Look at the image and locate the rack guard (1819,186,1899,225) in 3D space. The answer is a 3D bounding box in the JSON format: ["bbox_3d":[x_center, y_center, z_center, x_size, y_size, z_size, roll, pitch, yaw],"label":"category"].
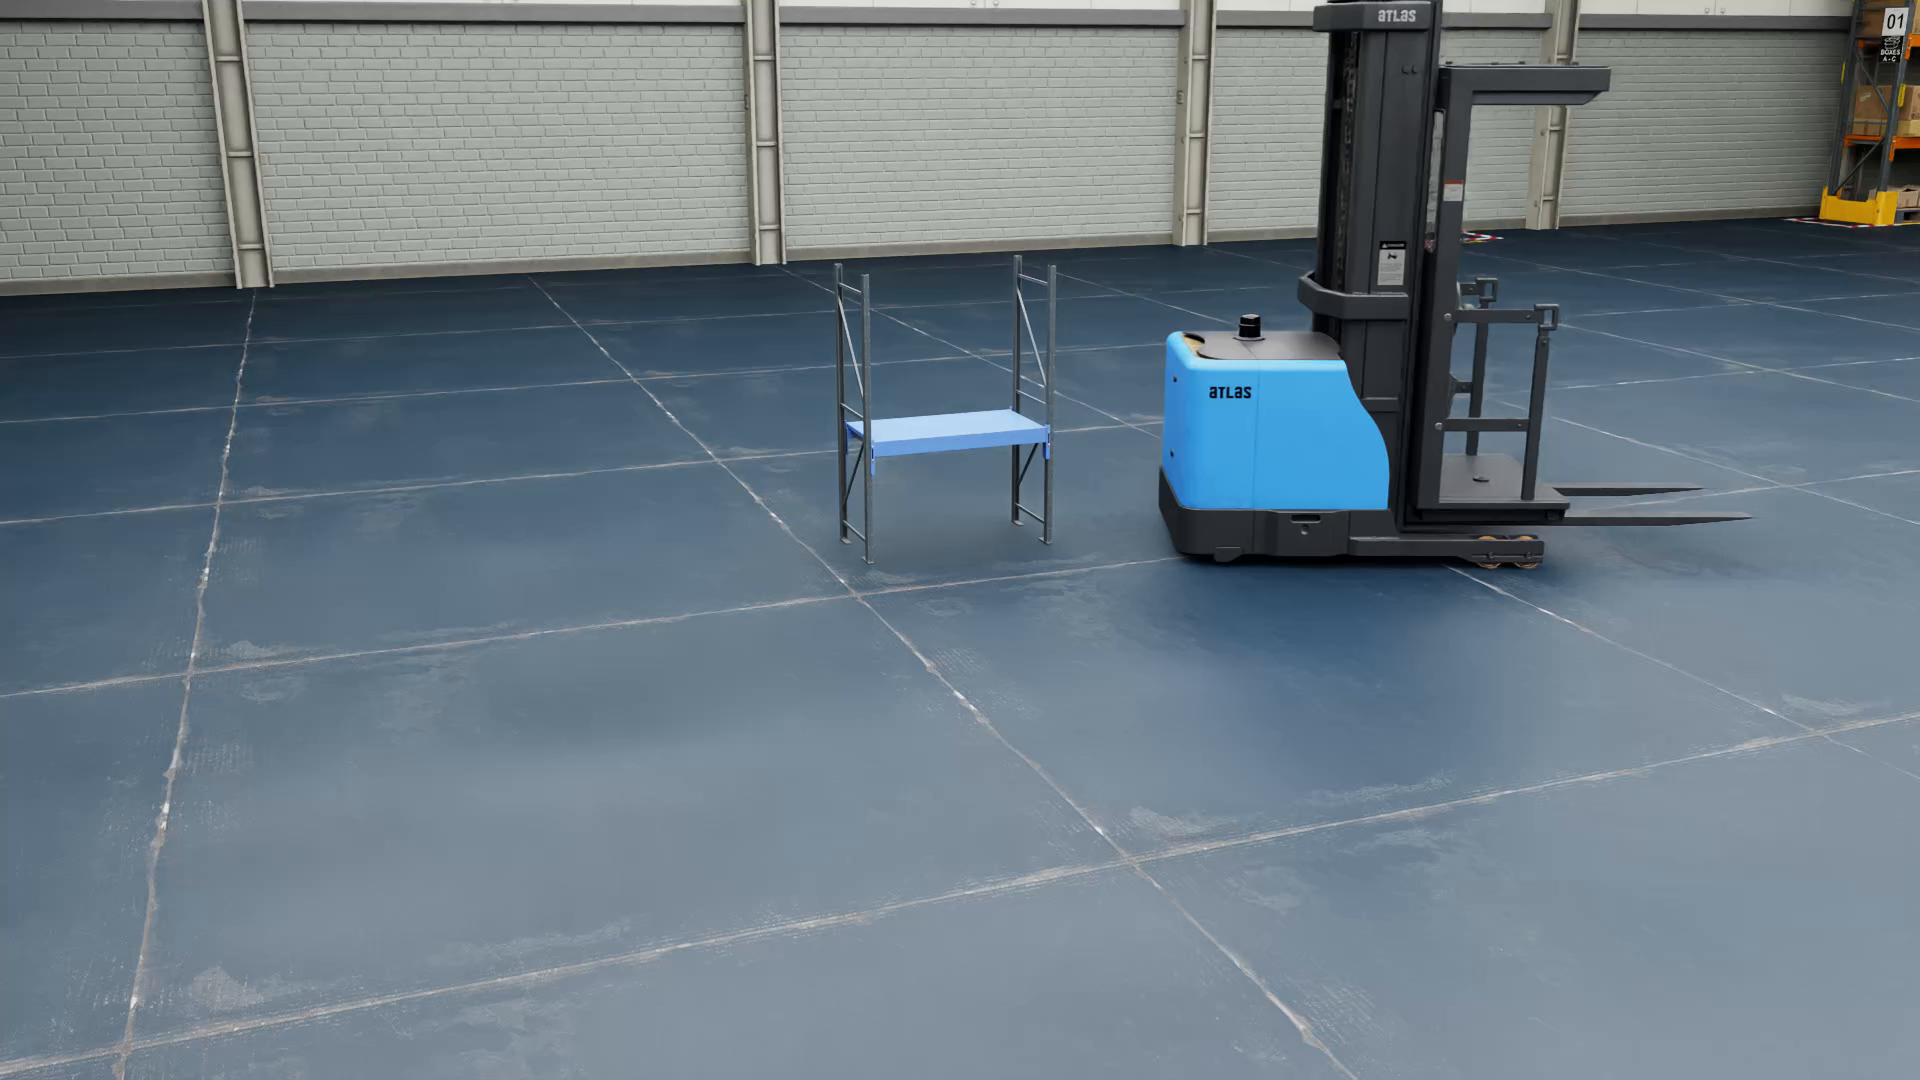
[{"bbox_3d":[14.113,-5.263,26.133,0.348,0.500,1.175,-6,17,-20],"label":"rack guard"}]

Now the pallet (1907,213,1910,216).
[{"bbox_3d":[16.021,-5.319,26.836,1.213,0.211,1.003,-6,17,-20],"label":"pallet"}]

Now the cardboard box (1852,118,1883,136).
[{"bbox_3d":[14.409,-6.490,26.107,0.500,0.250,0.500,-6,17,-19],"label":"cardboard box"}]

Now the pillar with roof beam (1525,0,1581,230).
[{"bbox_3d":[10.323,-7.894,20.007,0.400,9.000,9.100,-6,17,-20],"label":"pillar with roof beam"}]

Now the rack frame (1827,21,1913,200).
[{"bbox_3d":[14.042,-6.455,25.754,0.127,3.000,1.000,-6,17,-20],"label":"rack frame"}]

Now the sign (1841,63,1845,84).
[{"bbox_3d":[13.862,-7.310,26.051,0.005,0.325,0.100,-6,17,-20],"label":"sign"}]

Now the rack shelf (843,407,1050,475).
[{"bbox_3d":[-0.080,-0.538,8.908,1.000,0.185,0.538,-6,17,-20],"label":"rack shelf"}]

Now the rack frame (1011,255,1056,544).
[{"bbox_3d":[0.395,-0.762,9.032,0.032,1.500,0.500,-6,17,-20],"label":"rack frame"}]

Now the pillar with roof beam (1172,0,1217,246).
[{"bbox_3d":[4.721,-7.289,17.947,0.400,9.000,9.100,-6,17,-20],"label":"pillar with roof beam"}]

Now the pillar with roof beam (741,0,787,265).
[{"bbox_3d":[-0.882,-6.684,15.887,0.400,9.000,9.100,-6,17,-20],"label":"pillar with roof beam"}]

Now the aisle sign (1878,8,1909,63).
[{"bbox_3d":[14.082,-7.616,25.095,0.004,0.787,0.394,-6,17,-20],"label":"aisle sign"}]

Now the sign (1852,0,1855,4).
[{"bbox_3d":[13.862,-8.467,25.711,0.005,0.325,0.100,-6,17,-20],"label":"sign"}]

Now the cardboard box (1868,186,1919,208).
[{"bbox_3d":[14.720,-5.422,26.228,0.500,0.311,0.500,-8,18,-26],"label":"cardboard box"}]

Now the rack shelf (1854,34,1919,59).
[{"bbox_3d":[15.909,-7.750,26.120,4.000,0.370,1.077,-6,17,-20],"label":"rack shelf"}]

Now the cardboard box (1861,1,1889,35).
[{"bbox_3d":[14.341,-8.060,25.685,0.500,0.500,0.500,-5,17,-16],"label":"cardboard box"}]

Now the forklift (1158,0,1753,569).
[{"bbox_3d":[2.647,-1.409,8.693,3.031,2.935,1.130,0,16,0],"label":"forklift"}]

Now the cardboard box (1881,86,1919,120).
[{"bbox_3d":[14.595,-6.721,25.562,0.500,0.500,0.500,-6,17,-20],"label":"cardboard box"}]

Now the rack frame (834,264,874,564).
[{"bbox_3d":[-0.554,-0.660,8.683,0.032,1.500,0.500,-6,17,-20],"label":"rack frame"}]

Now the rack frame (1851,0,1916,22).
[{"bbox_3d":[14.042,-9.333,24.909,0.127,3.000,1.000,-6,17,-20],"label":"rack frame"}]

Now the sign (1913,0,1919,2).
[{"bbox_3d":[14.236,-8.170,24.722,0.005,0.325,0.100,-6,17,-20],"label":"sign"}]

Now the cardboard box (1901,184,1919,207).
[{"bbox_3d":[15.252,-5.479,26.424,0.500,0.311,0.500,-5,17,-15],"label":"cardboard box"}]

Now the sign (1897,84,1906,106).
[{"bbox_3d":[14.236,-6.727,25.146,0.005,0.325,0.100,-6,17,-20],"label":"sign"}]

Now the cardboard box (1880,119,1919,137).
[{"bbox_3d":[14.611,-6.358,25.656,0.500,0.250,0.500,-7,18,-22],"label":"cardboard box"}]

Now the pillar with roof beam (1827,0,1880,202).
[{"bbox_3d":[15.926,-8.498,22.067,0.400,9.000,9.100,-6,17,-20],"label":"pillar with roof beam"}]

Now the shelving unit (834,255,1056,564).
[{"bbox_3d":[-0.080,-0.711,8.858,1.048,1.500,0.538,-6,17,-20],"label":"shelving unit"}]

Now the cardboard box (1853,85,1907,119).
[{"bbox_3d":[14.406,-6.855,26.019,0.500,0.500,0.500,-6,18,-21],"label":"cardboard box"}]

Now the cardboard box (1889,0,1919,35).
[{"bbox_3d":[14.443,-7.919,25.206,0.500,0.500,0.500,-6,17,-19],"label":"cardboard box"}]

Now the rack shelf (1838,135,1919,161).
[{"bbox_3d":[15.909,-6.311,26.542,4.000,0.370,1.077,-6,17,-20],"label":"rack shelf"}]

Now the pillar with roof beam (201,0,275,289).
[{"bbox_3d":[-6.485,-6.079,13.827,0.400,9.000,9.100,-6,17,-20],"label":"pillar with roof beam"}]

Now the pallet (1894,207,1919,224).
[{"bbox_3d":[14.884,-5.197,26.421,1.213,0.211,1.003,-6,17,-20],"label":"pallet"}]
